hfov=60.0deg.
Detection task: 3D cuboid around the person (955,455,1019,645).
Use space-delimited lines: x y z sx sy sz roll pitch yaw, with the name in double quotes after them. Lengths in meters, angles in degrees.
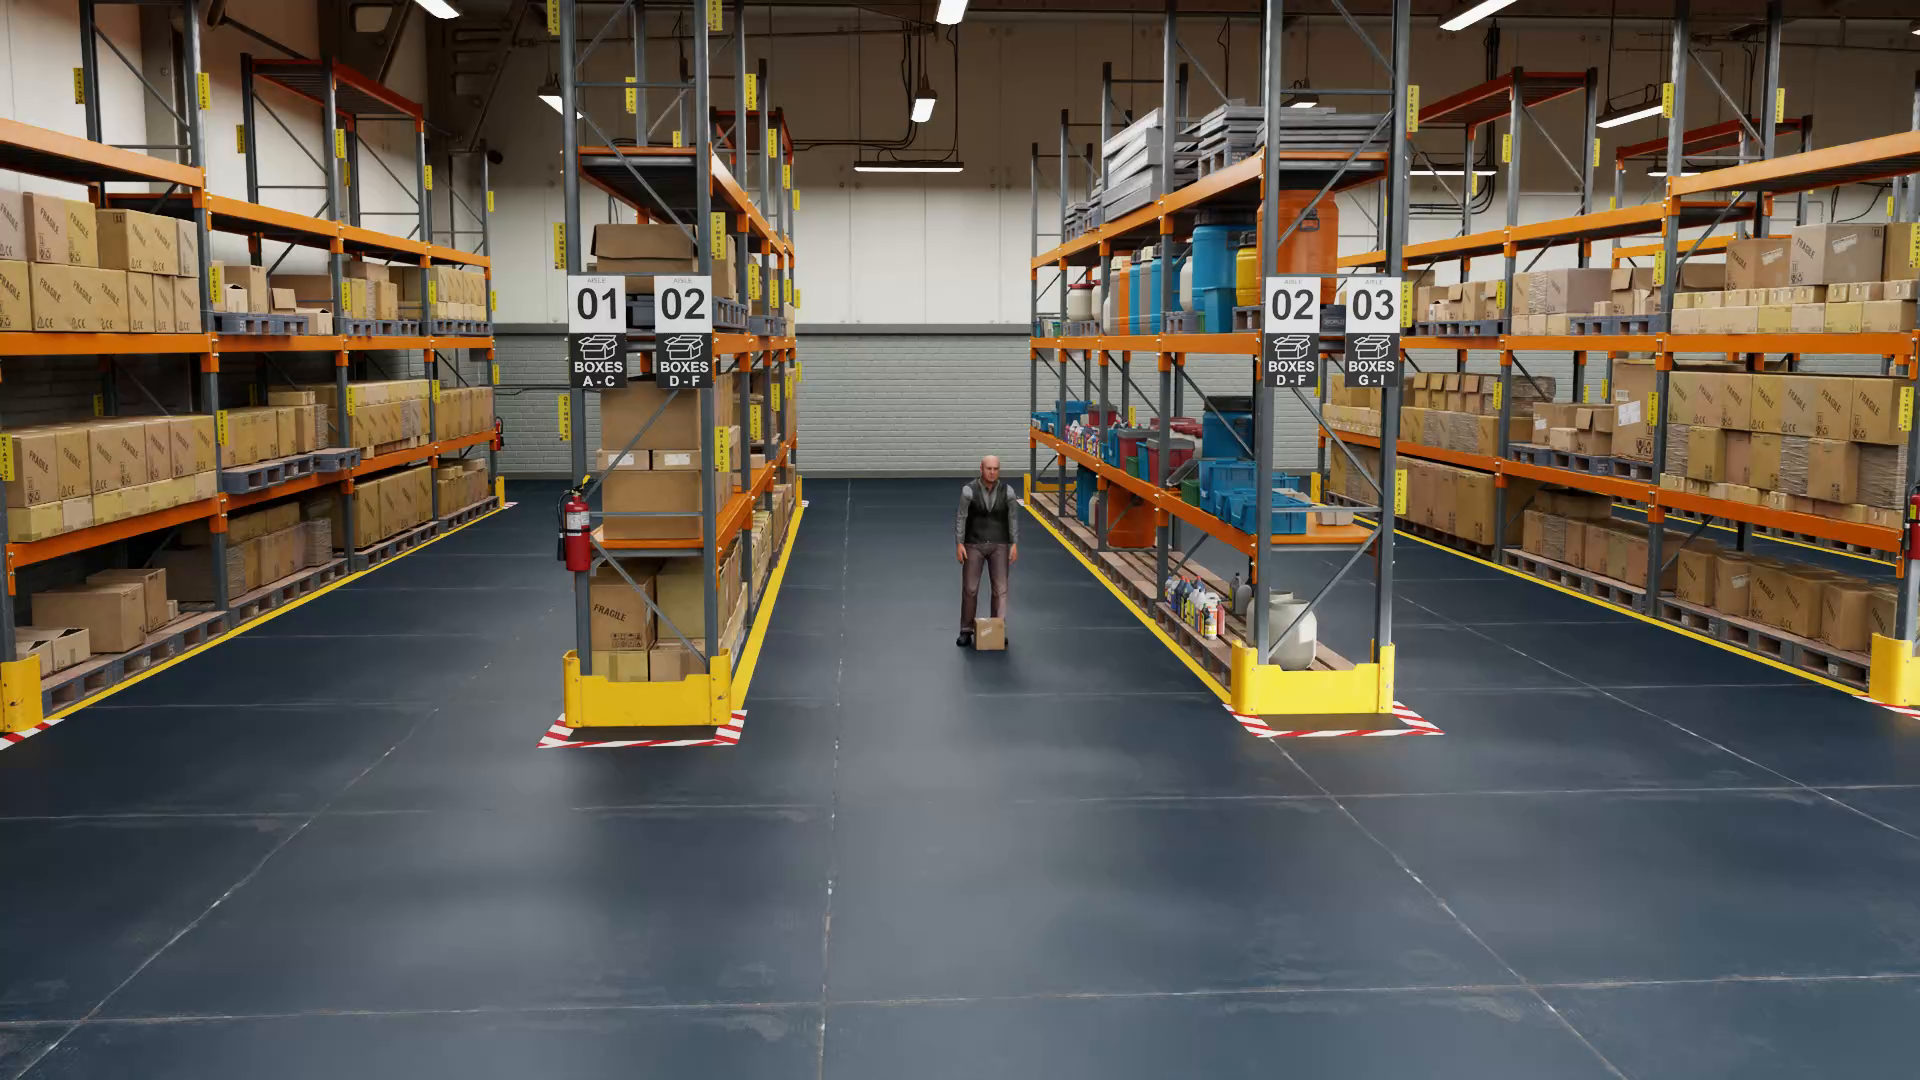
0.243 0.081 15.169 0.592 1.720 0.425 -1 7 -7 "person"
